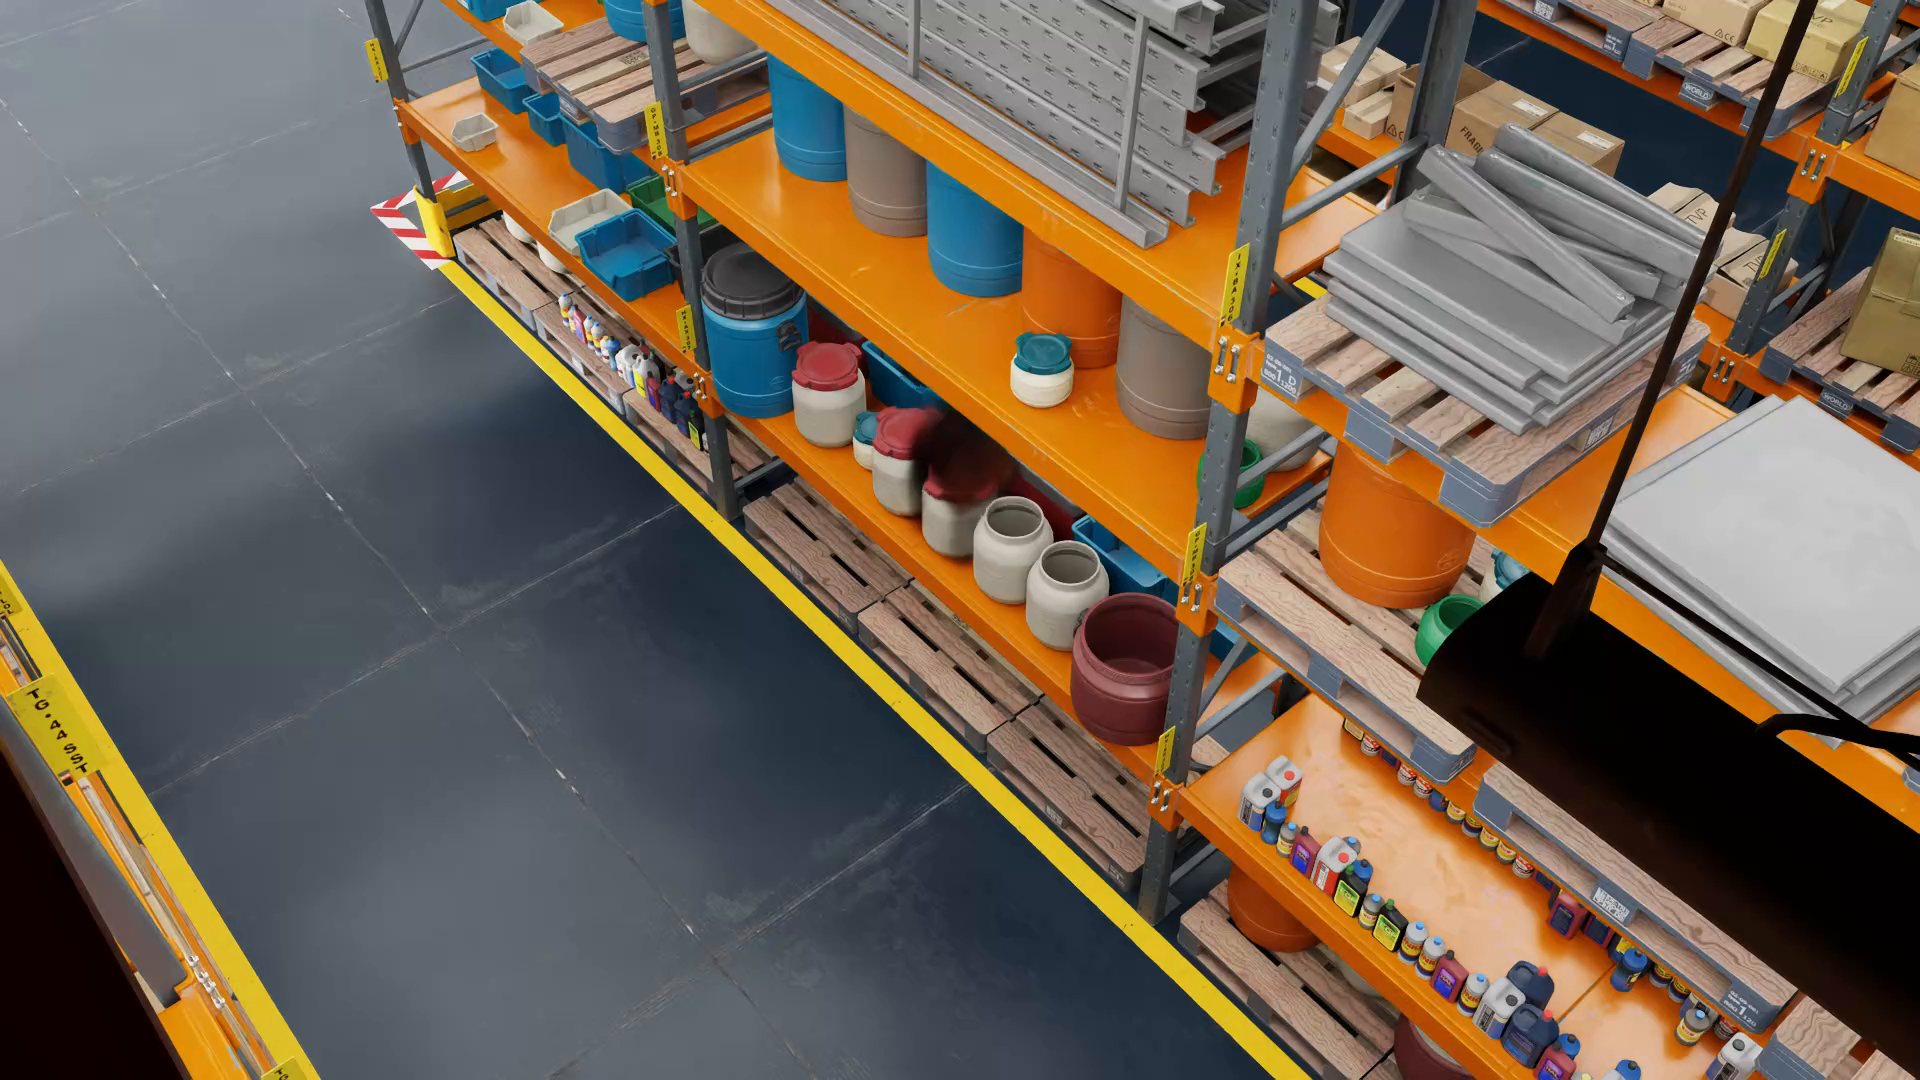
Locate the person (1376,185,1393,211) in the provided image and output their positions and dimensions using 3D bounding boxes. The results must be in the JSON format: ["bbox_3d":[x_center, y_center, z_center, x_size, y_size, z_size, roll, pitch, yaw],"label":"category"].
[{"bbox_3d":[2.761,-1.585,10.973,0.478,1.705,0.634,0,46,0],"label":"person"}]
